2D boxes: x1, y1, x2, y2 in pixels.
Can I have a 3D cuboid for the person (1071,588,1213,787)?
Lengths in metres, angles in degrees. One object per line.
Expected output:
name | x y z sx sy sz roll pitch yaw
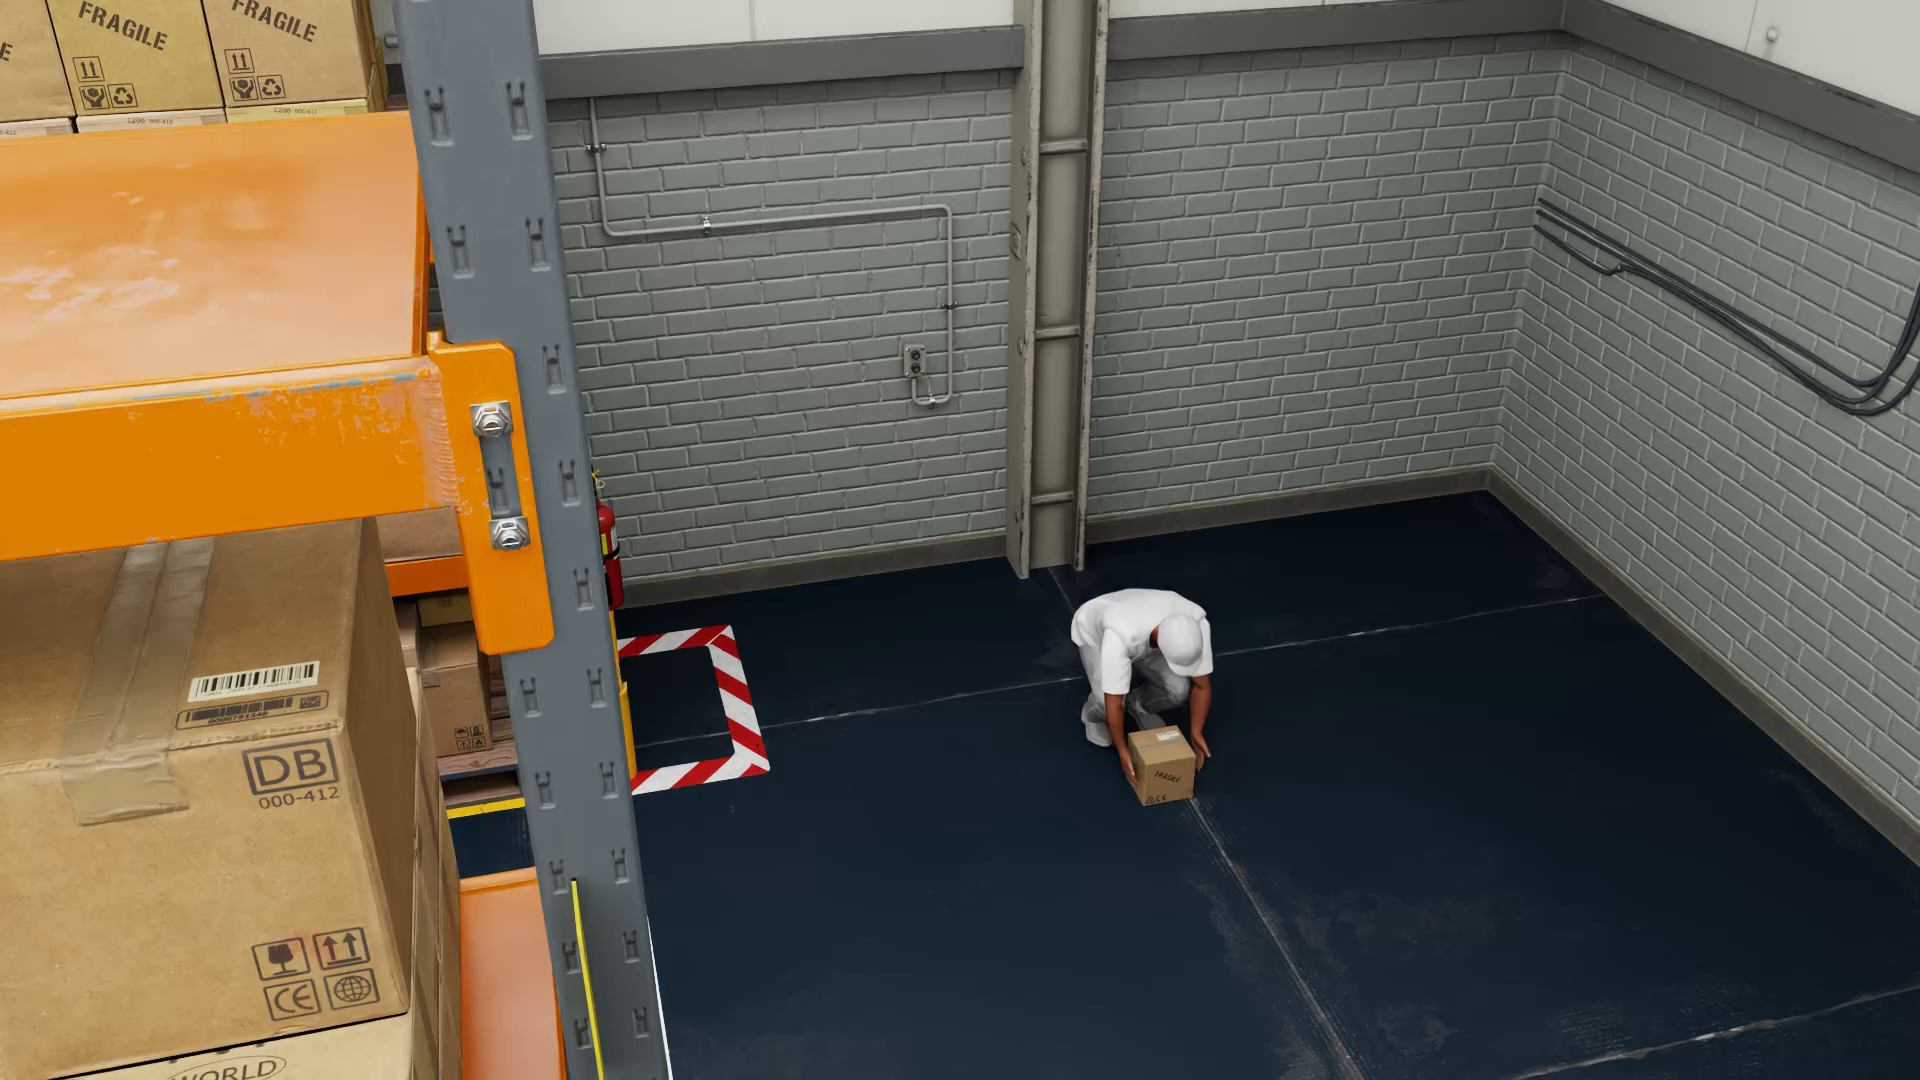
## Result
person | 0.891 0.570 7.999 0.572 0.878 0.899 -8 31 -13
